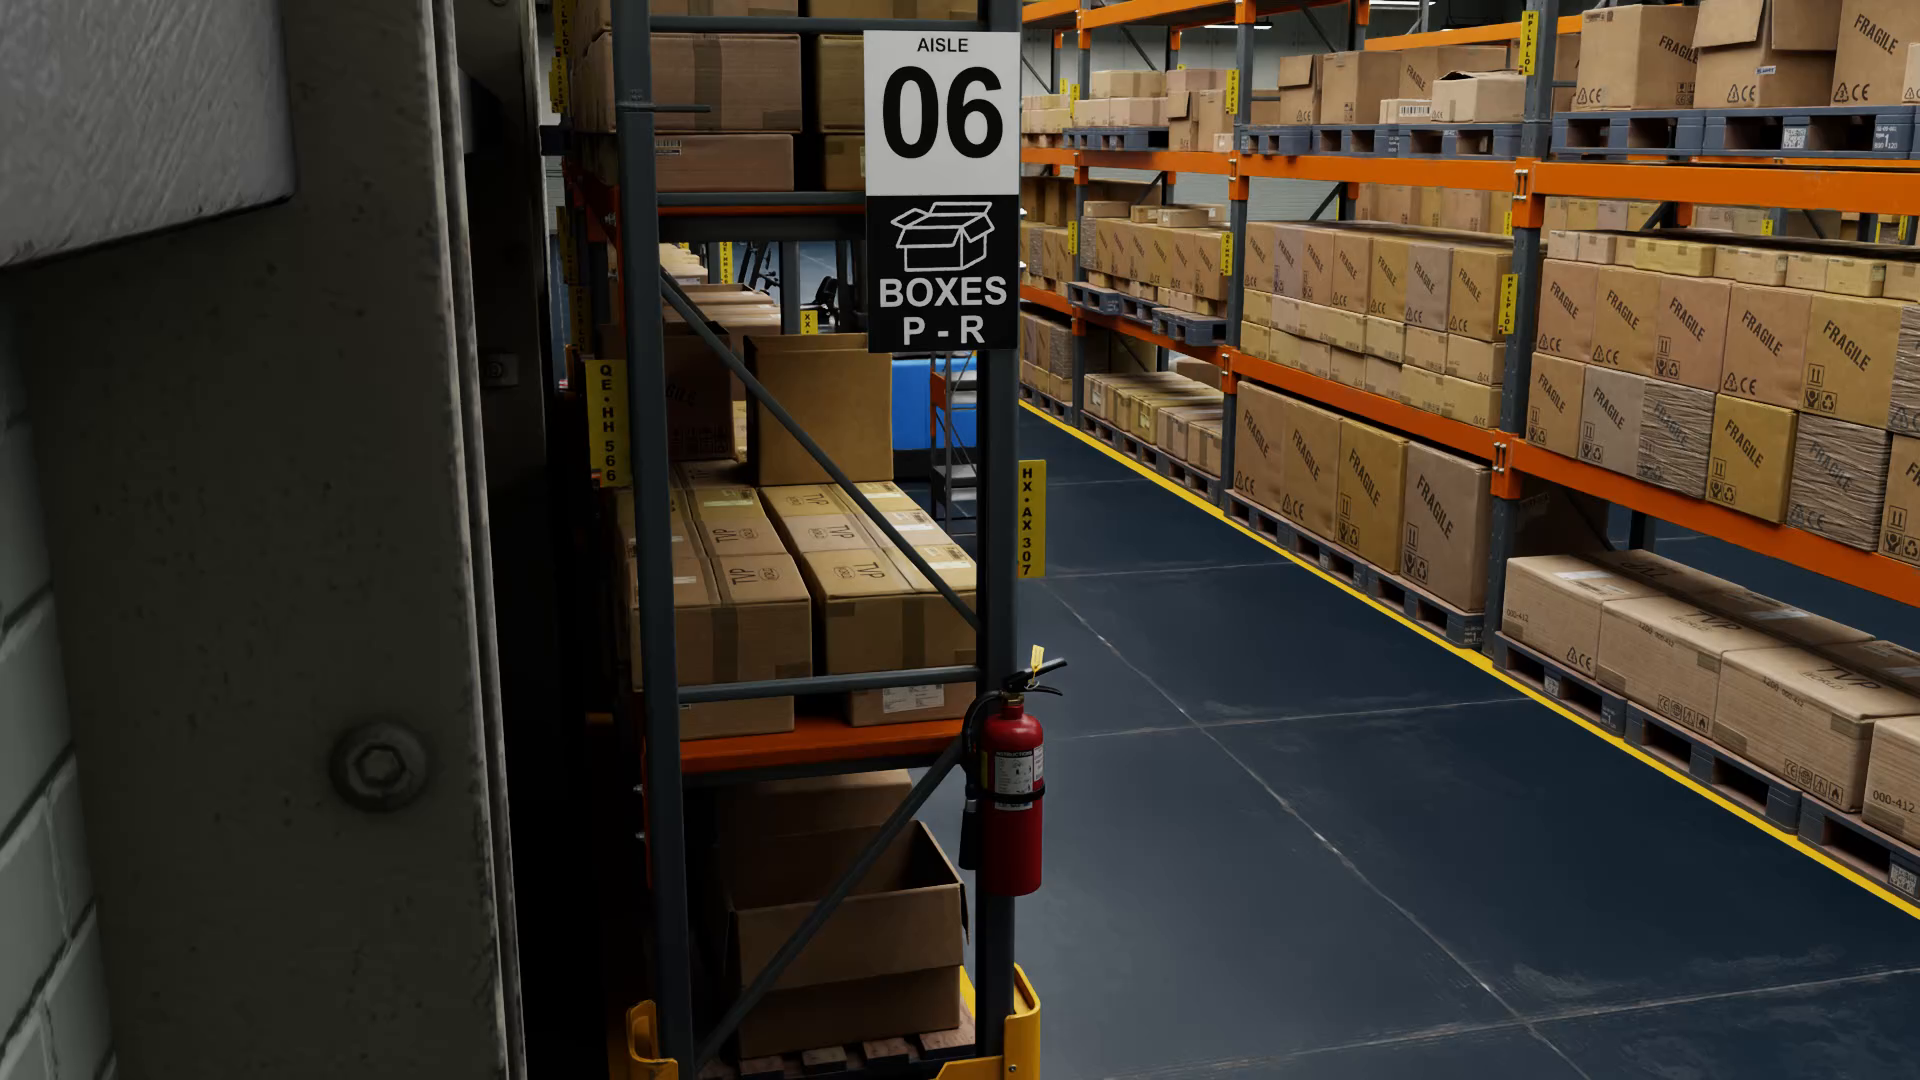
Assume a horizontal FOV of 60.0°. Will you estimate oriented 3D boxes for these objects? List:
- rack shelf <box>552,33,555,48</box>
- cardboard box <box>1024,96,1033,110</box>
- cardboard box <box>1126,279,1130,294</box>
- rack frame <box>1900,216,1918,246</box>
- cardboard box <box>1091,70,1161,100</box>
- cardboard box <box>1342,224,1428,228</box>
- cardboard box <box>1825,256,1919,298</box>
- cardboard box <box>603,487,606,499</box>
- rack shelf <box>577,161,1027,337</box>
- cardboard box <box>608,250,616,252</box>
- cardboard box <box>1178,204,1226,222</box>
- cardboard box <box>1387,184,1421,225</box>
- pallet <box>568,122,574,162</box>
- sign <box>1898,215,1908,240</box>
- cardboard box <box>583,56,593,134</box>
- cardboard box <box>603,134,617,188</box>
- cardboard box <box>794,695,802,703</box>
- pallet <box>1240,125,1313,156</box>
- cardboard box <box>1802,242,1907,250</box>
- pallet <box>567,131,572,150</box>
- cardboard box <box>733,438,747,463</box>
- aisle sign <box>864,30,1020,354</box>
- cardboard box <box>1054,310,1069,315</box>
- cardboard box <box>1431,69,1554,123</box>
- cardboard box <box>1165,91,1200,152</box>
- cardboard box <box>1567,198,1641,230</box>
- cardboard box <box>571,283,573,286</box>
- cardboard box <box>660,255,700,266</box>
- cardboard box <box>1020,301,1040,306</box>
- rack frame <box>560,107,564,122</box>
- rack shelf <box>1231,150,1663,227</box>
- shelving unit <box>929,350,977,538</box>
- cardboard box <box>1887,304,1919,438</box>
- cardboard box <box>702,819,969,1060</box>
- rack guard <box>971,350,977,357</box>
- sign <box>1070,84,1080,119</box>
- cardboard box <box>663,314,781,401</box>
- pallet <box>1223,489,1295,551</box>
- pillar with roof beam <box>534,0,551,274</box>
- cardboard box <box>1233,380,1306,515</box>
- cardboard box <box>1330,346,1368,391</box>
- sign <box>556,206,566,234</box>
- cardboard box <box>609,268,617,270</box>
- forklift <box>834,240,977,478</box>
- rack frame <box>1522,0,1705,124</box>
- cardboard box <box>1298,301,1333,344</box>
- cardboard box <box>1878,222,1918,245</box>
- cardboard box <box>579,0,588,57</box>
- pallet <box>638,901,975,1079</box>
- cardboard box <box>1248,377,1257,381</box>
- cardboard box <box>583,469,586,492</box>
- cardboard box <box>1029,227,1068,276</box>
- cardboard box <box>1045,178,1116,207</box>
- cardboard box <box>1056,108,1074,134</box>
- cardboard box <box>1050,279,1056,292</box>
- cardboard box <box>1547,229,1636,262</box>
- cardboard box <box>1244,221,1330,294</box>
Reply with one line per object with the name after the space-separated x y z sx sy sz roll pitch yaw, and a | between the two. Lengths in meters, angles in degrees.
-3.632 -5.205 17.128 1.077 0.370 4.000 -3 14 -13 | rack shelf
0.918 -4.786 18.226 0.380 0.149 0.250 -3 14 -12 | cardboard box
1.751 -2.349 15.366 0.380 0.149 0.250 -3 14 -13 | cardboard box
11.294 -3.203 19.216 1.000 3.000 0.127 -3 14 -13 | rack frame
1.536 -4.210 15.396 0.500 0.250 0.500 -4 14 -14 | cardboard box
3.105 -2.039 12.136 0.500 0.500 0.500 -3 14 -12 | cardboard box
3.848 -1.094 6.902 0.380 0.149 0.250 -3 14 -12 | cardboard box
-1.305 -0.354 7.246 0.500 0.250 0.500 -3 14 -14 | cardboard box
-0.814 -1.174 6.106 1.077 0.370 4.000 -3 14 -13 | rack shelf
-3.138 -2.463 14.611 0.380 0.149 0.250 -3 14 -14 | cardboard box
2.251 -3.048 15.495 0.380 0.149 0.250 -4 14 -16 | cardboard box
5.778 -4.123 20.393 0.875 0.550 0.550 -3 14 -13 | cardboard box
-1.615 -2.287 9.541 1.213 0.211 1.003 -3 14 -13 | pallet
10.769 -3.591 18.982 0.100 0.325 0.005 -3 14 -13 | sign
-0.958 -1.454 5.429 0.500 0.250 0.500 -4 14 -14 | cardboard box
-0.849 -1.115 4.882 0.380 0.149 0.250 -3 14 -12 | cardboard box
-0.683 0.394 5.023 0.380 0.149 0.250 -3 14 -12 | cardboard box
2.804 -2.947 12.248 1.213 0.211 1.003 -3 14 -11 | pallet
4.161 -1.302 7.753 0.380 0.149 0.250 -4 14 -14 | cardboard box
-2.735 -3.225 13.384 1.003 0.211 1.213 -3 14 -11 | pallet
-0.691 -0.264 6.878 0.500 0.250 0.500 -3 14 -14 | cardboard box
-0.043 -0.868 4.182 0.394 0.787 0.004 -3 14 -13 | aisle sign
1.401 -2.398 19.252 0.500 0.500 0.500 -4 14 -15 | cardboard box
3.129 -2.614 9.790 0.500 0.311 0.500 -3 14 -13 | cardboard box
2.215 -3.585 14.243 0.797 0.503 0.637 -3 14 -13 | cardboard box
6.694 -3.251 17.096 0.700 0.500 0.500 -4 14 -14 | cardboard box
-3.075 -2.176 14.276 0.500 0.250 0.500 -4 14 -15 | cardboard box
-2.400 -2.320 14.026 0.380 0.149 0.250 -4 14 -15 | cardboard box
0.649 -2.599 20.072 0.500 0.500 0.500 -4 14 -15 | cardboard box
-4.102 -6.210 18.884 1.000 3.000 0.127 -3 14 -13 | rack frame
3.071 -2.374 11.019 1.077 0.370 4.000 -3 14 -13 | rack shelf
0.039 -0.982 12.022 0.431 2.100 0.503 -3 14 -13 | shelving unit
3.984 -0.633 6.381 0.500 0.500 0.500 -3 14 -13 | cardboard box
-0.396 1.258 5.333 0.797 0.503 0.637 -4 14 -15 | cardboard box
0.740 -2.341 20.957 1.175 0.500 0.348 -3 14 -13 | rack guard
1.136 -4.327 16.406 0.100 0.325 0.005 -3 14 -13 | sign
-1.180 -0.904 8.711 0.700 0.500 0.500 -3 14 -12 | cardboard box
2.713 -0.187 12.747 1.003 0.211 1.213 -3 14 -13 | pallet
-4.857 -10.391 36.000 9.100 9.000 0.400 -3 14 -13 | pillar with roof beam
2.682 -0.735 12.709 0.875 0.875 0.875 -3 14 -14 | cardboard box
2.846 -1.175 11.233 0.500 0.250 0.500 -3 14 -13 | cardboard box
-4.643 -3.725 19.363 0.100 0.325 0.005 -3 14 -13 | sign
-2.668 -1.995 12.694 0.380 0.149 0.250 -3 14 -13 | cardboard box
-0.619 -2.257 15.488 1.130 2.935 3.031 -3 14 -12 | forklift
3.540 -3.719 8.689 1.000 3.000 0.127 -3 14 -13 | rack frame
2.705 -1.532 11.640 0.500 0.250 0.500 -3 14 -13 | cardboard box
11.249 -3.503 19.608 0.875 0.500 0.500 -3 14 -13 | cardboard box
-0.973 -1.701 5.386 0.500 0.250 0.500 -3 14 -13 | cardboard box
-0.550 1.549 5.643 1.003 0.211 1.213 -3 14 -13 | pallet
3.385 -1.910 17.596 0.500 0.500 0.500 -3 14 -13 | cardboard box
-2.301 -0.213 11.359 0.500 0.500 0.500 -3 14 -13 | cardboard box
1.062 -3.170 18.244 0.500 0.500 0.500 -3 14 -12 | cardboard box
1.386 -3.917 19.196 0.700 0.500 0.500 -3 14 -14 | cardboard box
1.296 -4.266 16.938 0.500 0.250 0.500 -3 14 -14 | cardboard box
1.194 -2.765 17.955 0.380 0.149 0.250 -3 14 -14 | cardboard box
3.362 -1.567 8.836 0.380 0.149 0.250 -3 14 -14 | cardboard box
2.479 -2.134 12.526 0.500 0.500 0.500 -4 14 -15 | cardboard box
